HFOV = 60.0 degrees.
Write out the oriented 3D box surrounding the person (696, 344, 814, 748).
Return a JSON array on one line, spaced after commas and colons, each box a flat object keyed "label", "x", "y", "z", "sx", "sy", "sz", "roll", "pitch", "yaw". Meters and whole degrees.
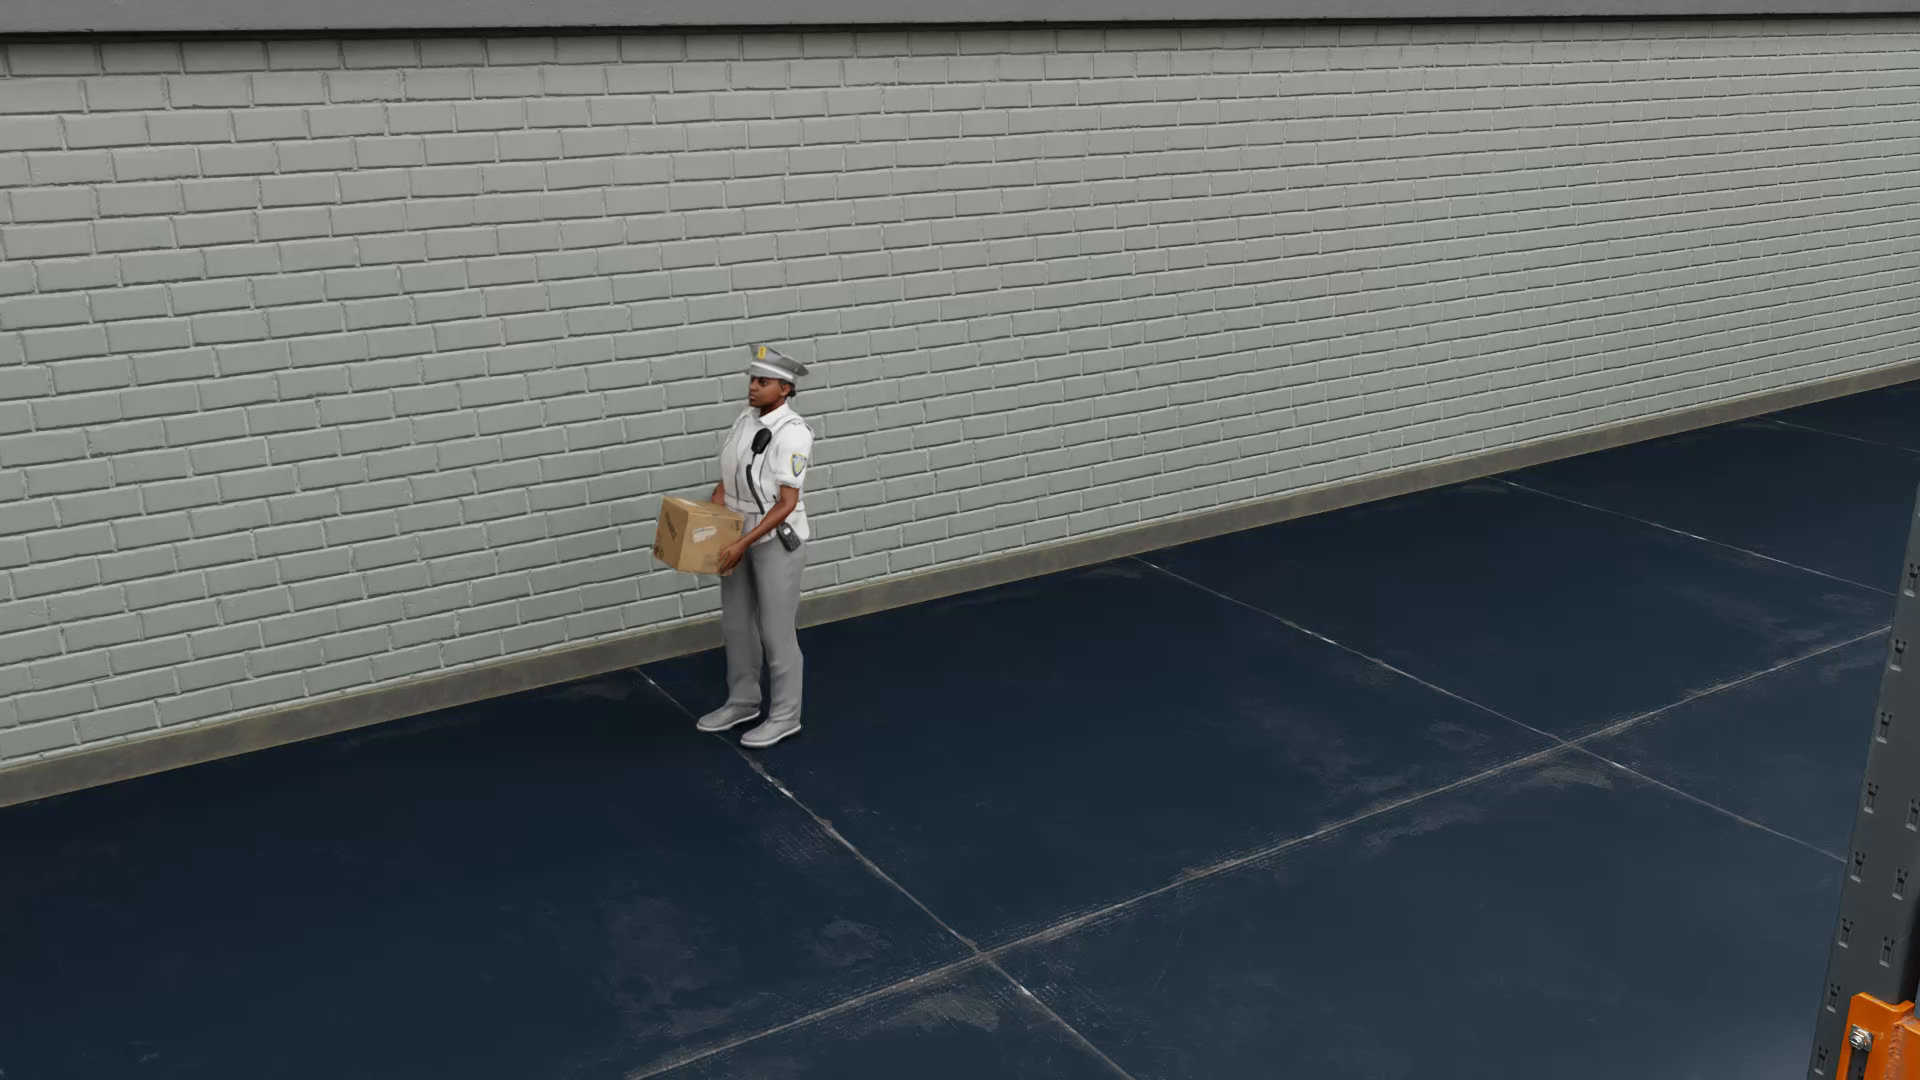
[{"label": "person", "x": -0.865, "y": 0.027, "z": 6.909, "sx": 0.519, "sy": 1.702, "sz": 0.491, "roll": -17, "pitch": 24, "yaw": -41}]
